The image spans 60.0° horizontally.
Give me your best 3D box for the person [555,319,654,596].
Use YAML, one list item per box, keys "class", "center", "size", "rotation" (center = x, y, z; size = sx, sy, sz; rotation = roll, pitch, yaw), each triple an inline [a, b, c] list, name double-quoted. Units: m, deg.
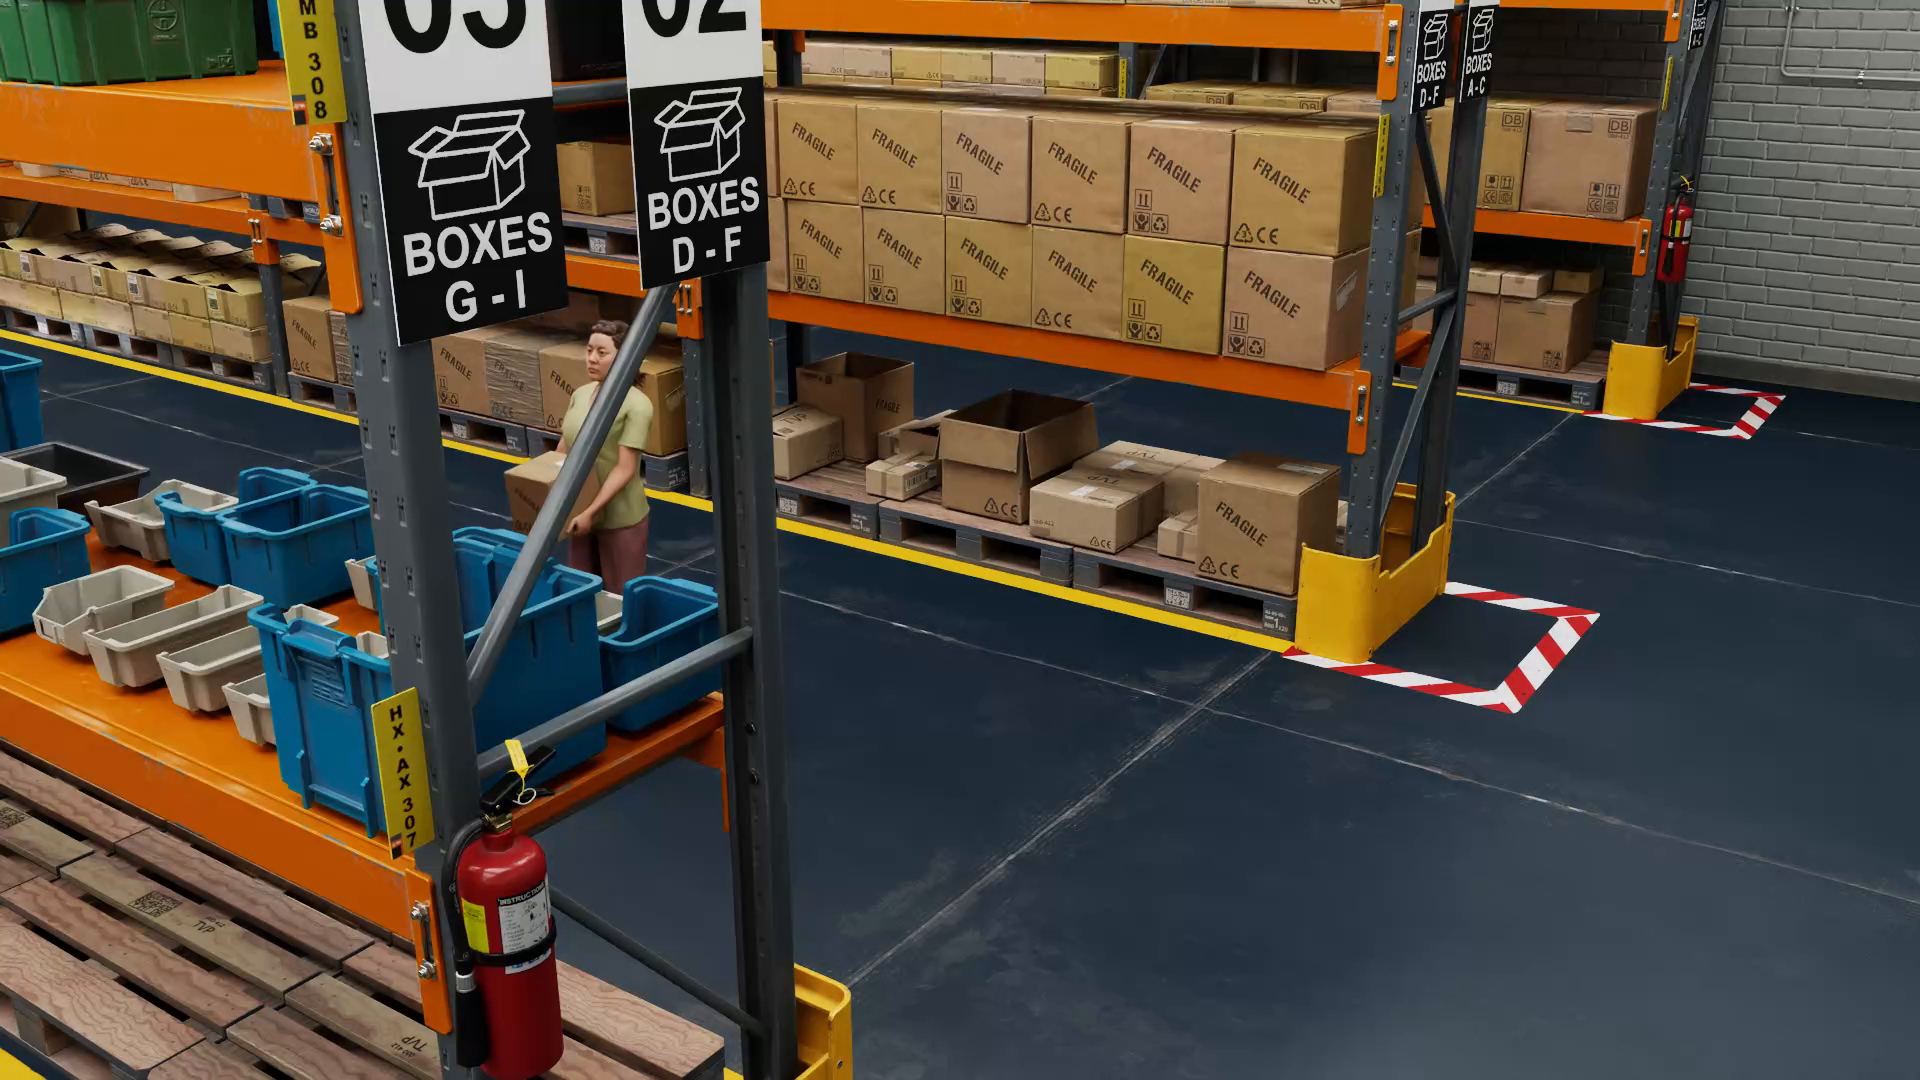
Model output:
- class: "person"
  center: [-1.465, -0.051, 6.732]
  size: [0.428, 1.662, 0.552]
  rotation: [13, 24, 32]
